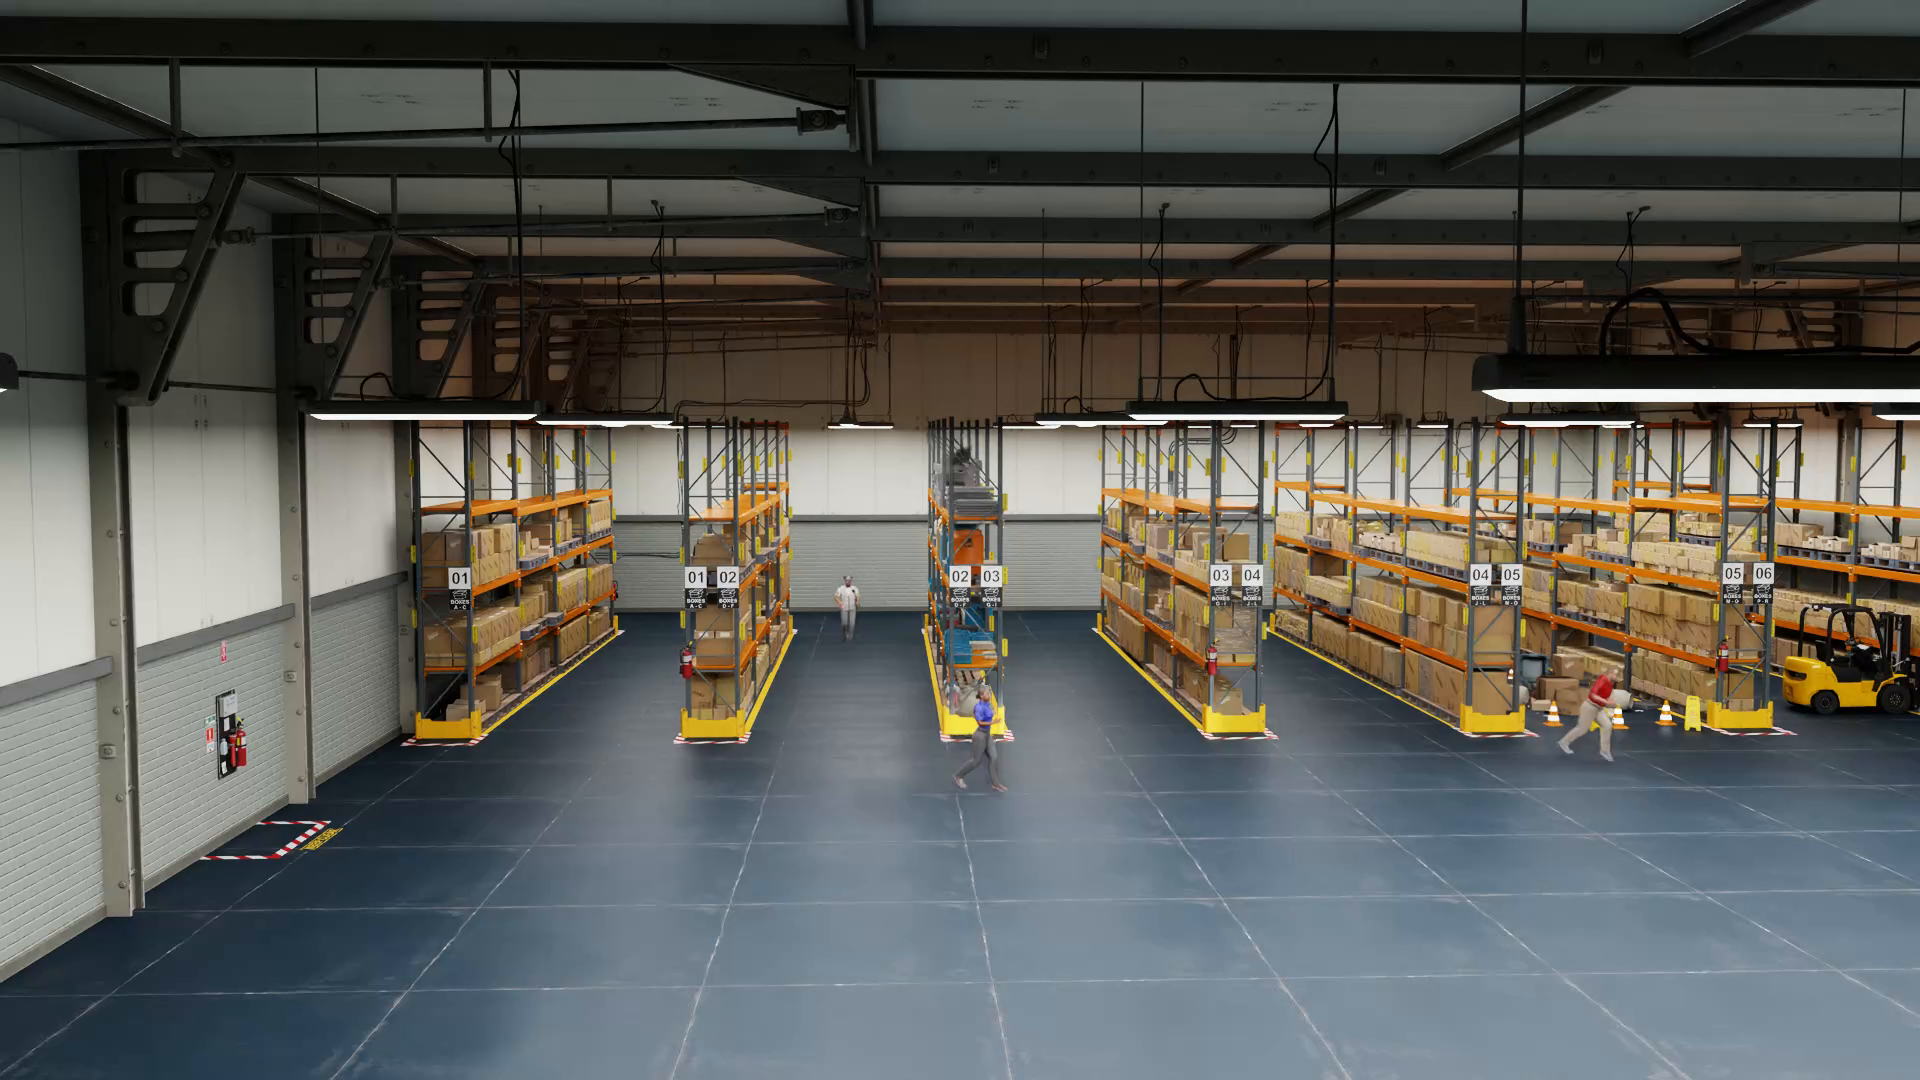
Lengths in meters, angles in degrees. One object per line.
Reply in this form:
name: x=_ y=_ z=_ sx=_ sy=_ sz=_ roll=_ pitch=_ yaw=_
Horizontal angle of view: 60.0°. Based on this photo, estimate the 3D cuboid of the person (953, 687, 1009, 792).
person: x=0.330 y=3.151 z=26.367 sx=0.901 sy=1.663 sz=0.604 roll=1 pitch=4 yaw=17

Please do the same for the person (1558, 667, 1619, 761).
person: x=11.027 y=3.030 z=29.160 sx=1.004 sy=1.697 sz=0.705 roll=3 pitch=5 yaw=37

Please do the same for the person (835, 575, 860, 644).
person: x=-2.866 y=1.796 z=42.735 sx=0.656 sy=1.788 sz=0.579 roll=-1 pitch=4 yaw=-12
